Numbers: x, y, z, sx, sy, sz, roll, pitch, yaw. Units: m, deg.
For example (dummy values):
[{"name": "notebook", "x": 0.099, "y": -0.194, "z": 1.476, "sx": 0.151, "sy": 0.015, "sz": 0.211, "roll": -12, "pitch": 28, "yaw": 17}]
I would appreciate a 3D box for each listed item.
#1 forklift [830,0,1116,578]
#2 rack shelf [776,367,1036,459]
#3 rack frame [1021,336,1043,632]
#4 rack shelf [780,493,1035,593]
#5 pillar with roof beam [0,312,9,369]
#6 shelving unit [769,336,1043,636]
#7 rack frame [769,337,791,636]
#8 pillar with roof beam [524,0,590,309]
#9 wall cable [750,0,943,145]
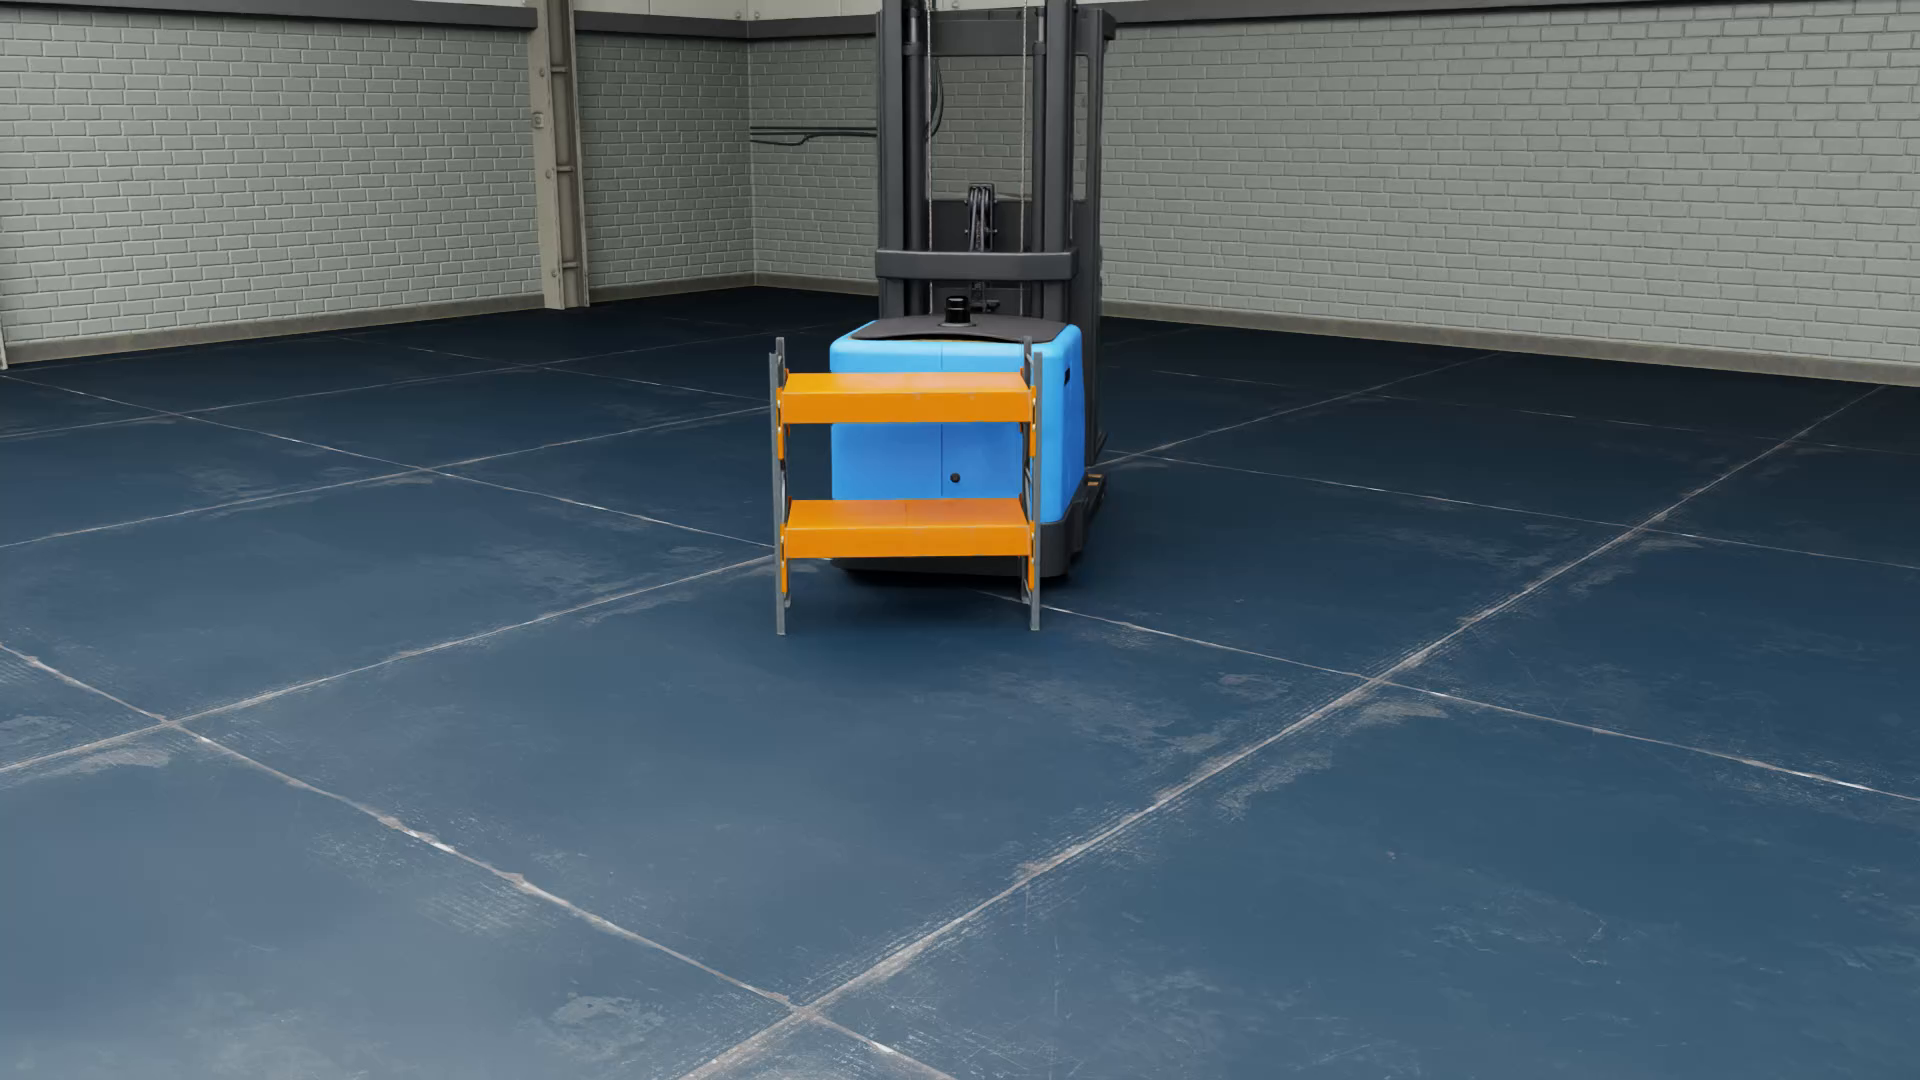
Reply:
[{"name": "forklift", "x": 0.183, "y": -1.572, "z": 8.358, "sx": 1.130, "sy": 2.935, "sz": 3.031, "roll": 2, "pitch": 14, "yaw": 10}, {"name": "rack shelf", "x": -0.218, "y": -0.516, "z": 6.680, "sx": 1.000, "sy": 0.278, "sz": 0.538, "roll": -1, "pitch": 14, "yaw": -3}, {"name": "rack frame", "x": 0.290, "y": -0.238, "z": 6.776, "sx": 0.032, "sy": 1.125, "sz": 0.500, "roll": -1, "pitch": 14, "yaw": -3}, {"name": "rack shelf", "x": -0.218, "y": 0.005, "z": 6.812, "sx": 1.000, "sy": 0.278, "sz": 0.538, "roll": -1, "pitch": 14, "yaw": -3}, {"name": "pillar with roof beam", "x": -4.711, "y": -5.088, "z": 9.874, "sx": 9.100, "sy": 9.000, "sz": 0.400, "roll": 11, "pitch": 18, "yaw": 38}, {"name": "shelving unit", "x": -0.218, "y": -0.232, "z": 6.752, "sx": 1.048, "sy": 1.125, "sz": 0.538, "roll": -1, "pitch": 14, "yaw": -3}, {"name": "rack frame", "x": -0.725, "y": -0.226, "z": 6.728, "sx": 0.032, "sy": 1.125, "sz": 0.500, "roll": -1, "pitch": 14, "yaw": -3}, {"name": "pillar with roof beam", "x": -0.940, "y": -6.237, "z": 14.398, "sx": 9.100, "sy": 9.000, "sz": 0.400, "roll": 11, "pitch": 18, "yaw": 38}, {"name": "wall cable", "x": -1.408, "y": -5.758, "z": 18.818, "sx": 3.097, "sy": 2.526, "sz": 0.112, "roll": 11, "pitch": 18, "yaw": 38}]
